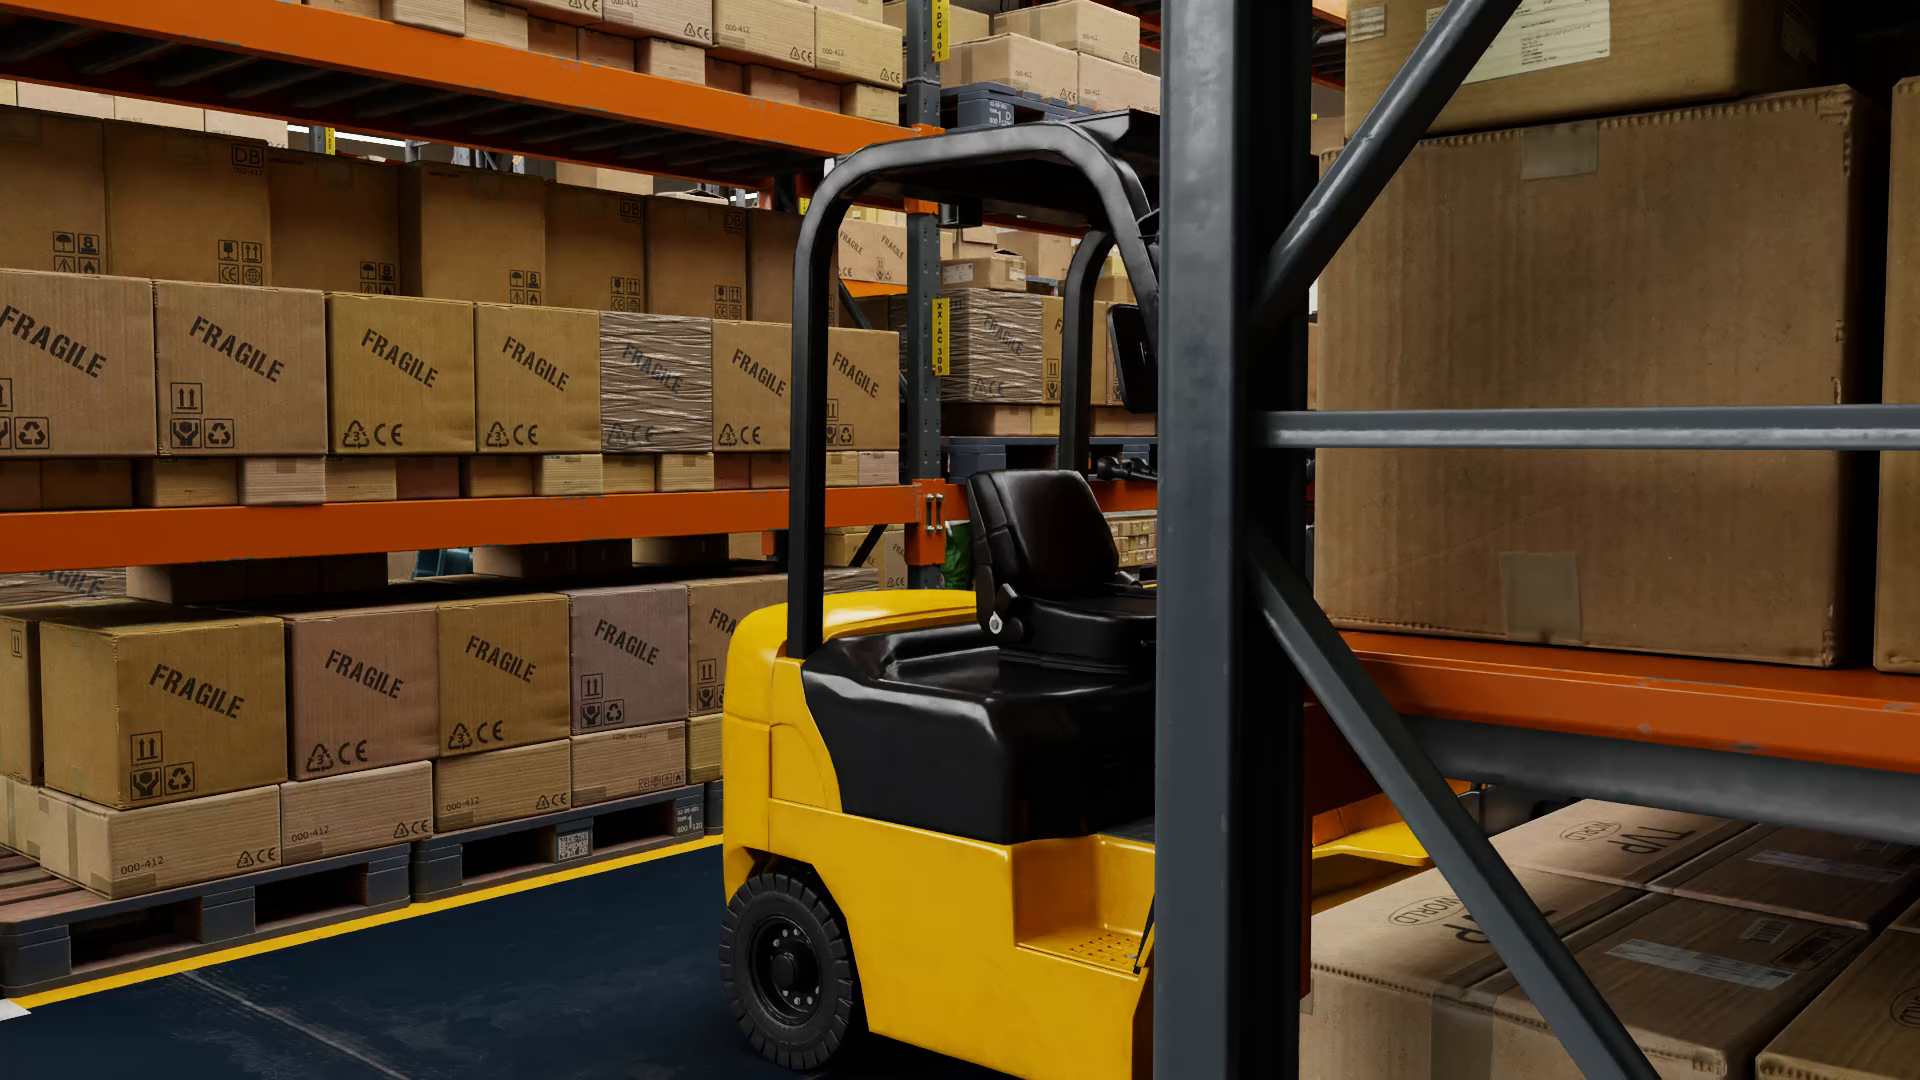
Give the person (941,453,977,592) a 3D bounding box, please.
[{"bbox_3d":[0.077,-0.080,11.130,0.565,1.787,0.638,3,5,41],"label":"person"}]
